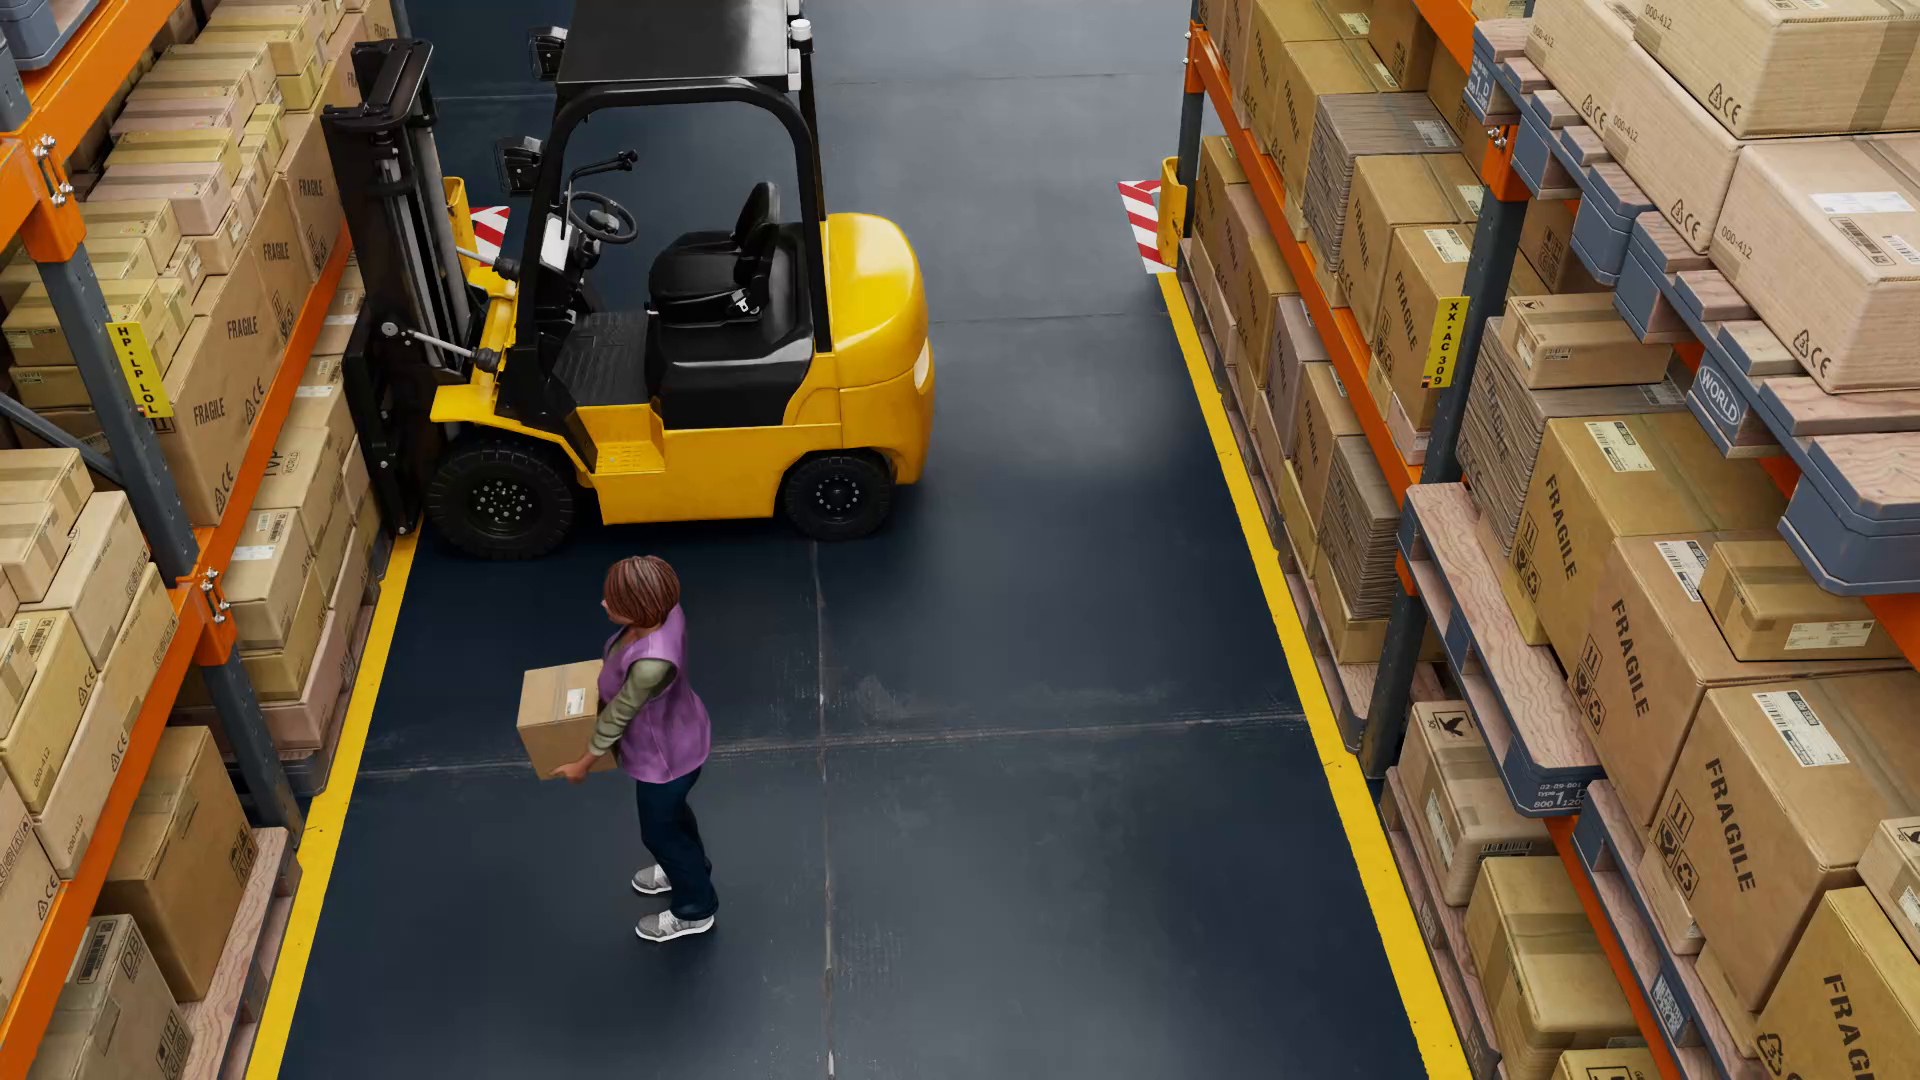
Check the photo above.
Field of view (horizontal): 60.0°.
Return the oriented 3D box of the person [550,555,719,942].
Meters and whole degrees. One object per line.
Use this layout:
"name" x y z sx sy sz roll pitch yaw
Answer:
"person" -1.046 0.678 5.348 0.499 1.599 0.375 -3 40 -4
